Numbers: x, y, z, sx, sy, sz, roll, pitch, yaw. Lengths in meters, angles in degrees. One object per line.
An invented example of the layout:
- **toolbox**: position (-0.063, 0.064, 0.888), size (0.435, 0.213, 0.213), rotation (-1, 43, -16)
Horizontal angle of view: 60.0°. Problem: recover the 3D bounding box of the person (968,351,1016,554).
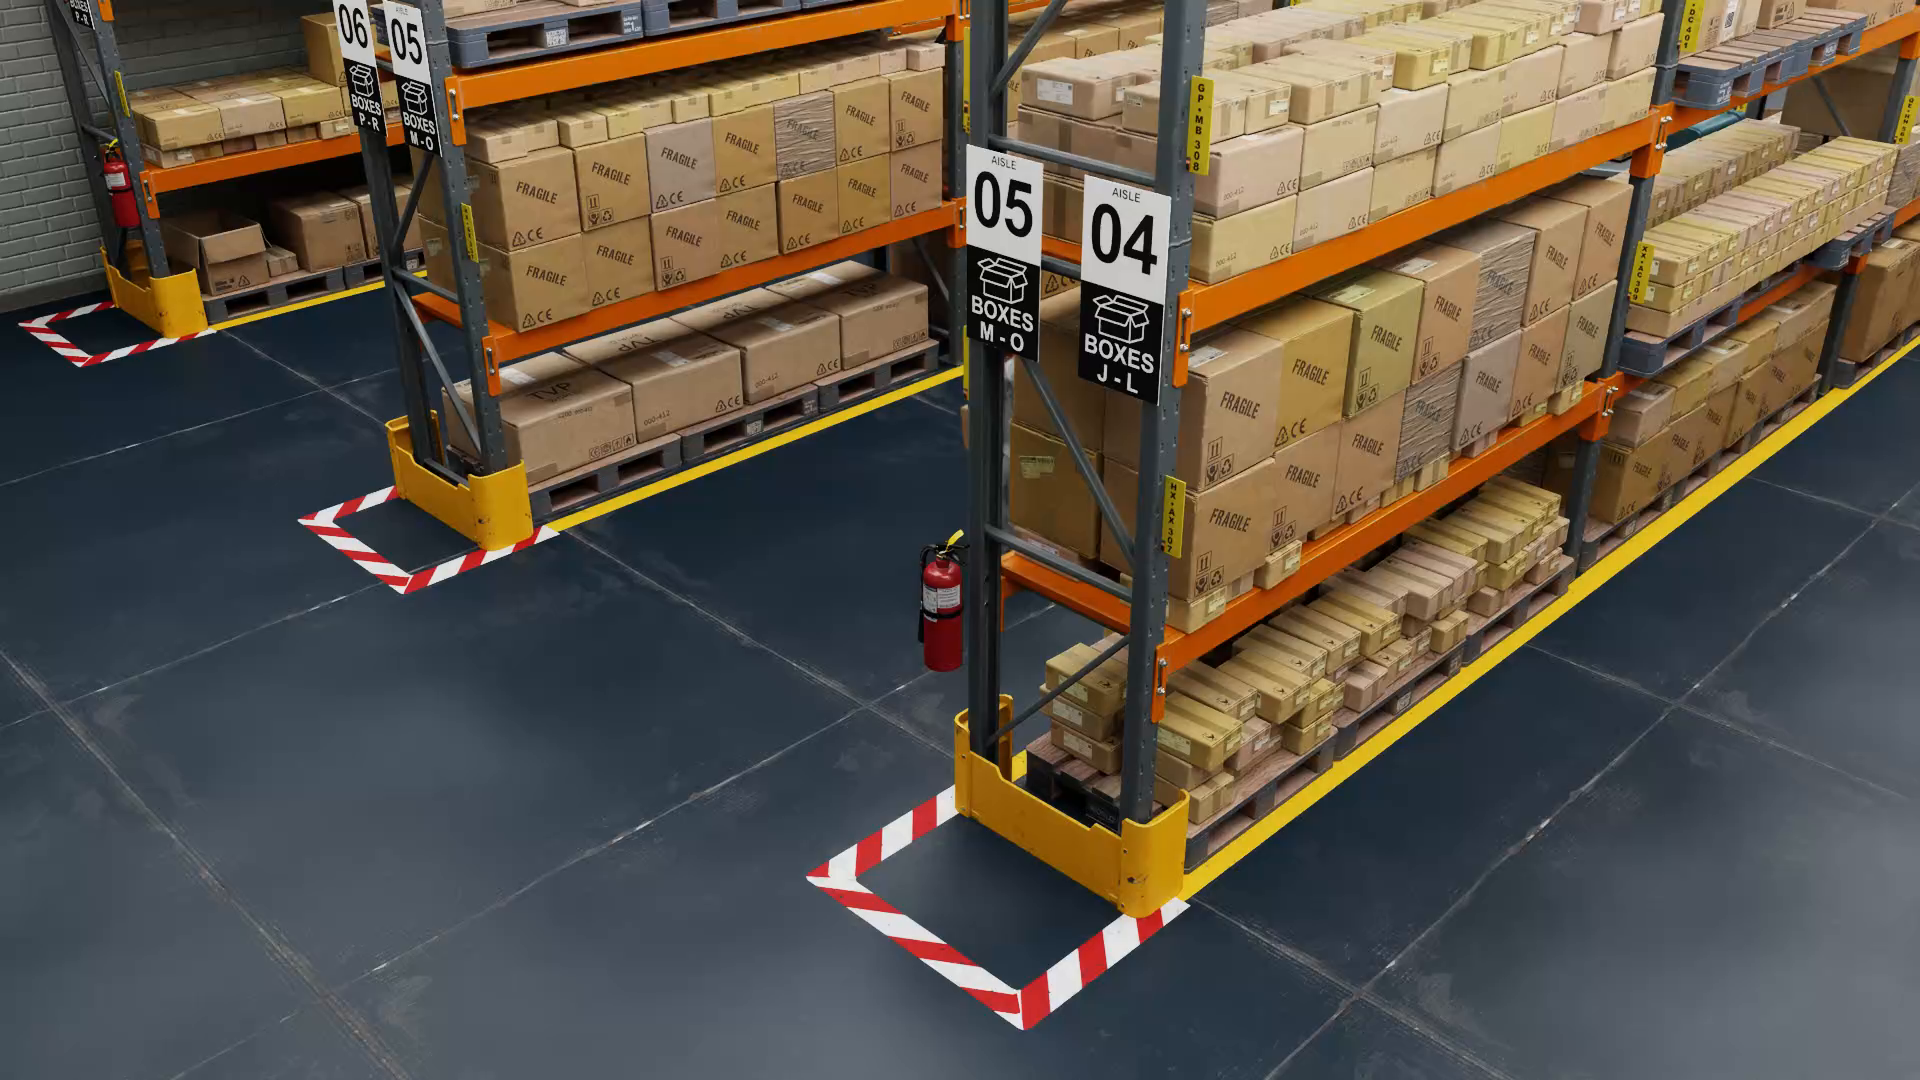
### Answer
- **person**: position (0.324, -0.535, 9.660), size (0.524, 1.577, 0.372), rotation (24, 36, 37)
